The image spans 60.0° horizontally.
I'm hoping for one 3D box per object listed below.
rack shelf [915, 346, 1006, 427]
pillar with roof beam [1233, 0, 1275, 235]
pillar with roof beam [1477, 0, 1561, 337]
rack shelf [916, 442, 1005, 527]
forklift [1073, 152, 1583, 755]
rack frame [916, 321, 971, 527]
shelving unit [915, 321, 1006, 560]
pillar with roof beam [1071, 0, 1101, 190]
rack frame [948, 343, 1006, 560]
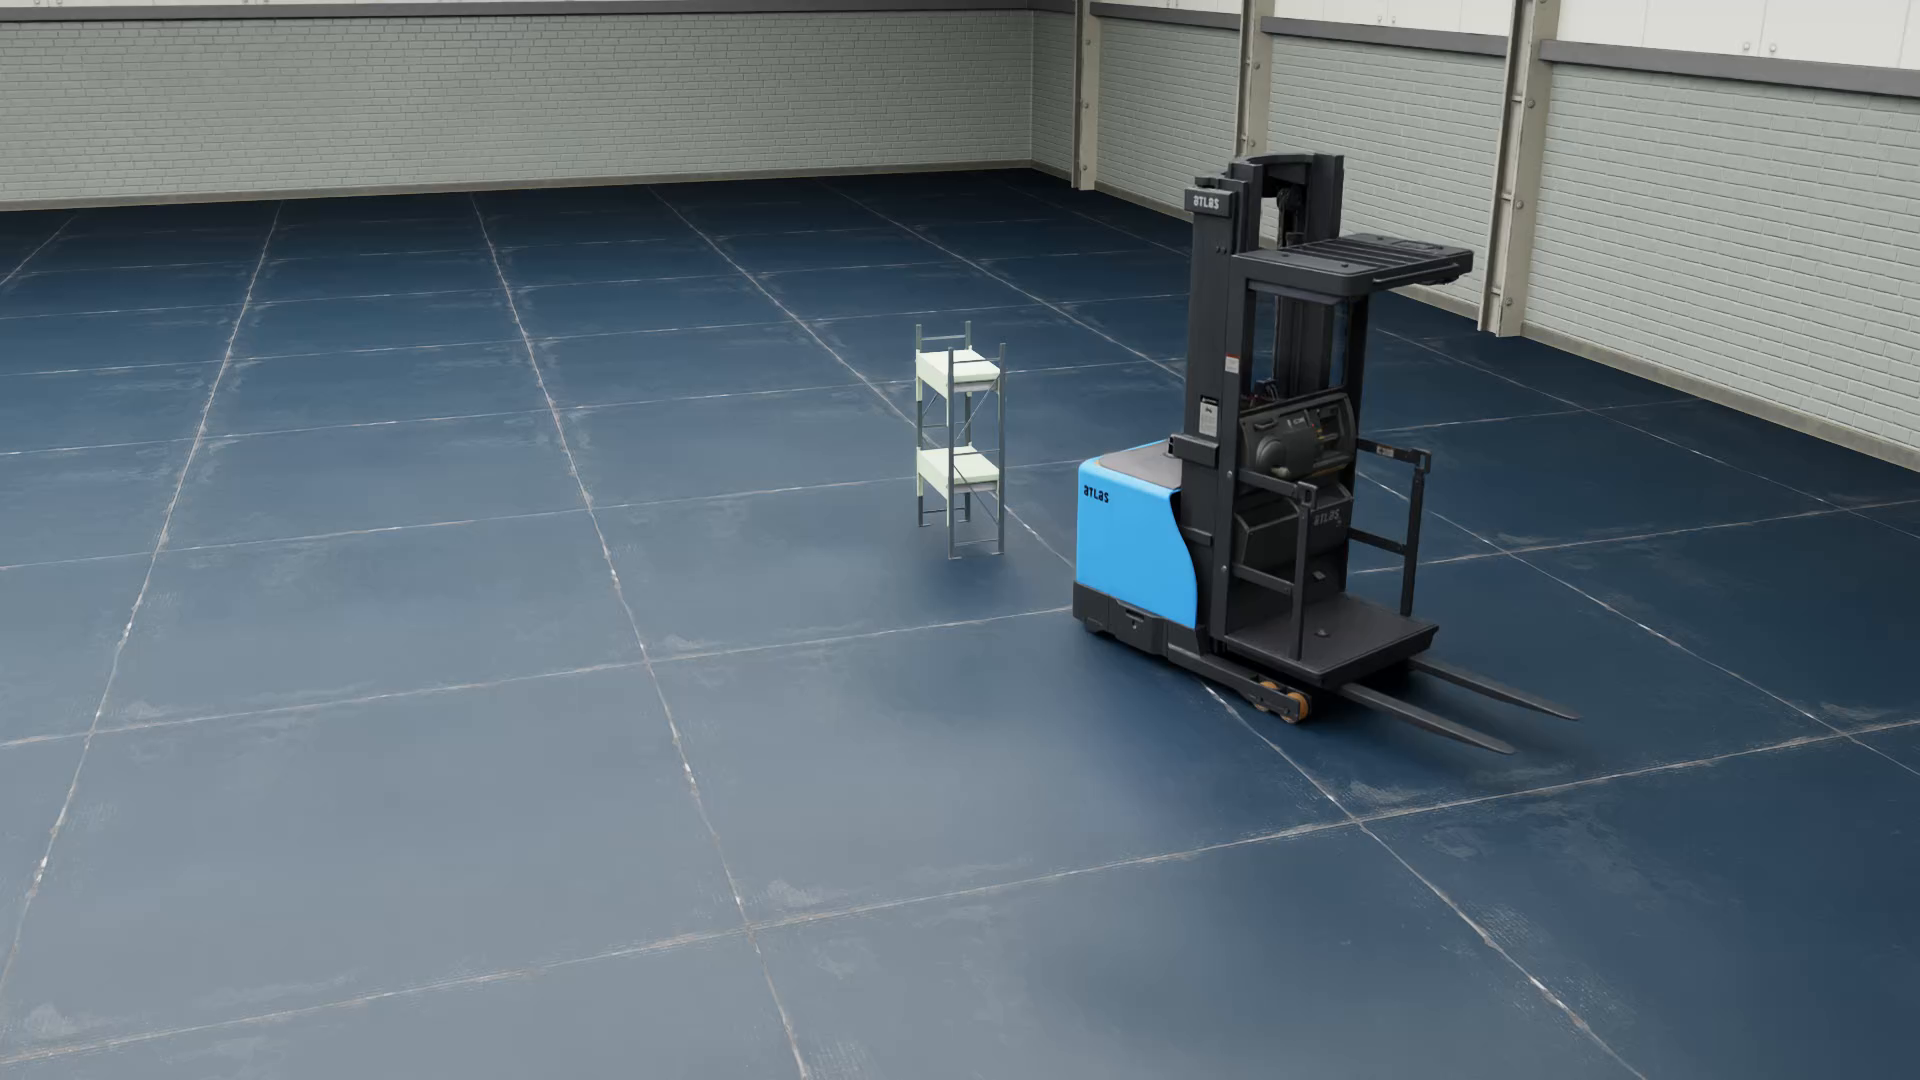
[{"bbox_3d":[-0.002,-1.075,11.537,0.431,0.370,0.720,-6,21,-17],"label":"rack shelf"},{"bbox_3d":[-0.046,-7.983,20.829,9.100,9.000,0.400,-6,21,-17],"label":"pillar with roof beam"},{"bbox_3d":[1.840,-6.057,15.468,9.100,9.000,0.400,-6,21,-17],"label":"pillar with roof beam"},{"bbox_3d":[-0.002,-0.401,11.779,0.431,0.370,0.720,-6,21,-17],"label":"rack shelf"},{"bbox_3d":[2.032,-0.567,9.159,1.130,2.935,3.031,-16,25,-37],"label":"forklift"},{"bbox_3d":[-0.117,-0.825,11.996,0.400,1.500,0.023,-6,21,-17],"label":"rack frame"},{"bbox_3d":[-0.002,-0.708,11.669,0.431,1.500,0.755,-6,21,-17],"label":"shelving unit"},{"bbox_3d":[-1.931,-9.908,26.190,9.100,9.000,0.400,-6,21,-17],"label":"pillar with roof beam"},{"bbox_3d":[0.113,-0.591,11.342,0.400,1.500,0.023,-6,21,-17],"label":"rack frame"}]
